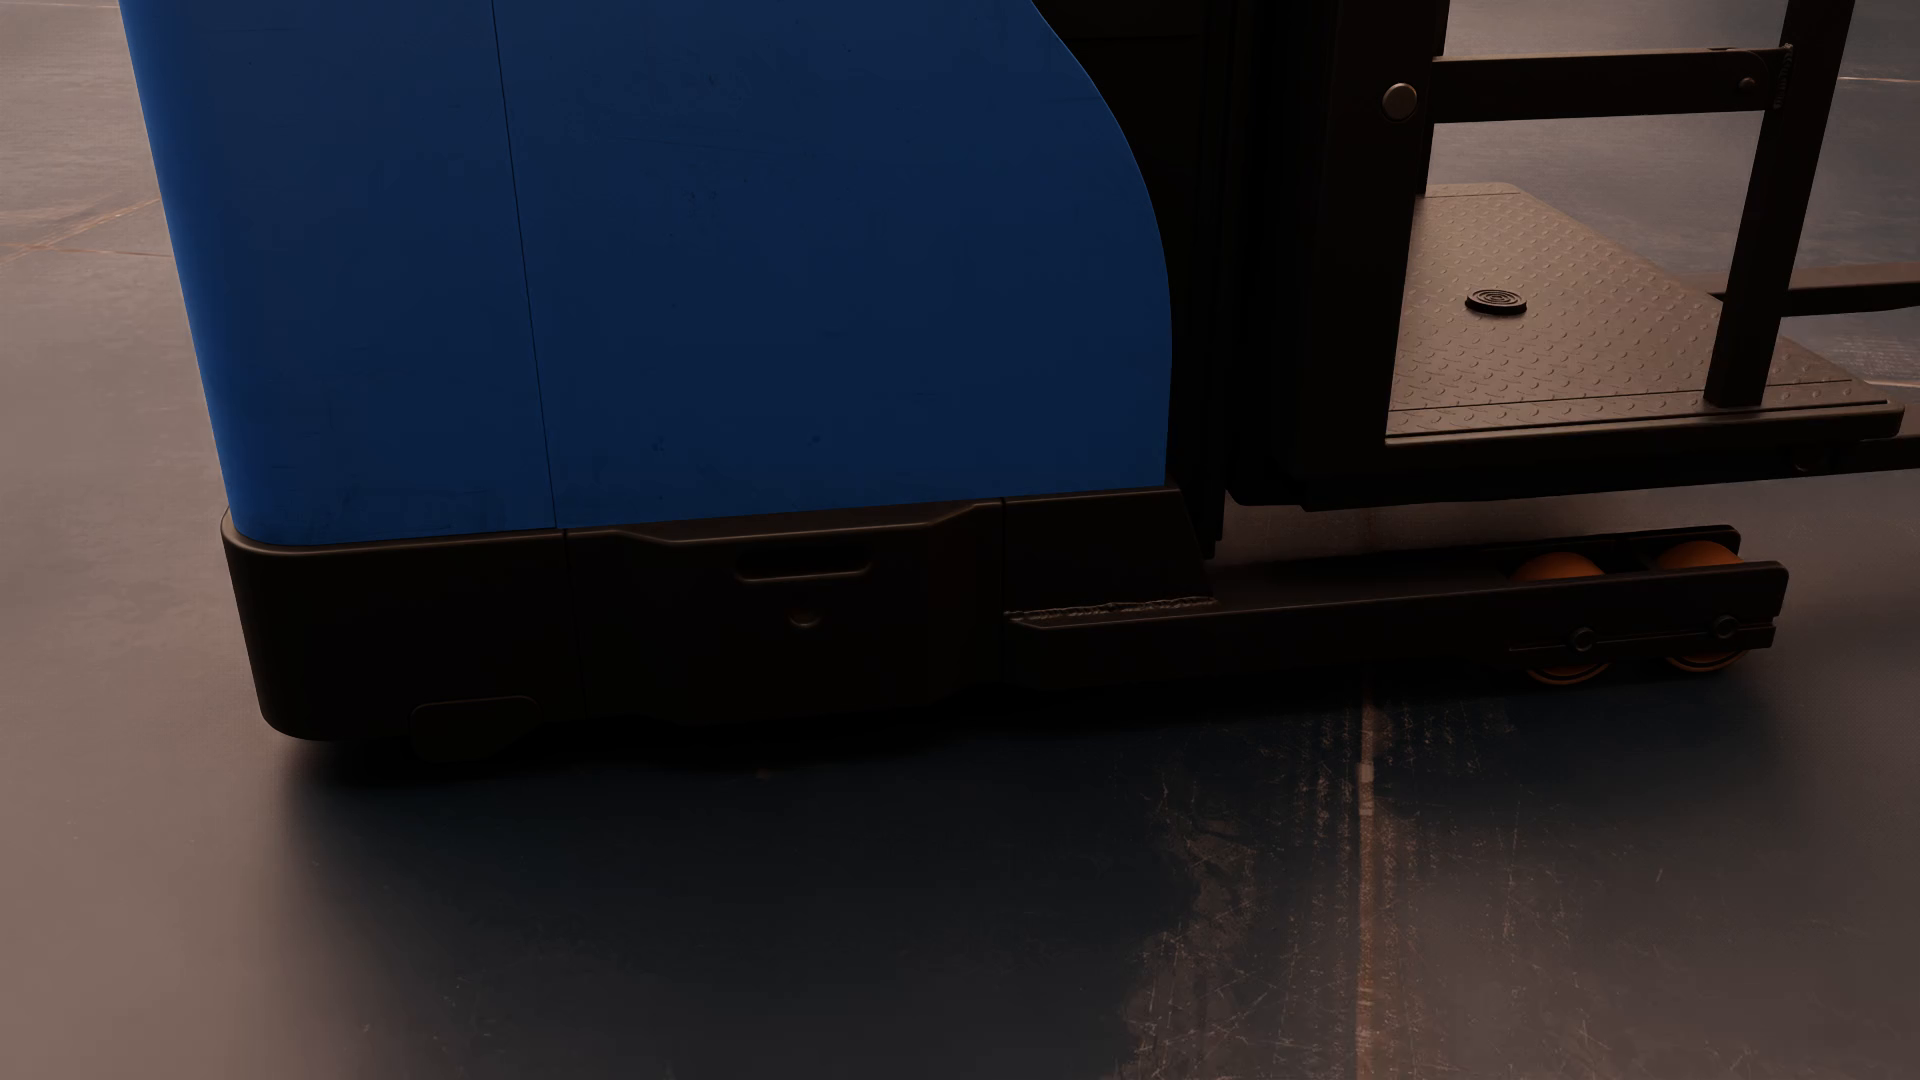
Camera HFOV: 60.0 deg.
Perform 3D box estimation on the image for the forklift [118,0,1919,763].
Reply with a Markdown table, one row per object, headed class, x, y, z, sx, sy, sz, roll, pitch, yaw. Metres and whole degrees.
| class | x | y | z | sx | sy | sz | roll | pitch | yaw |
| --- | --- | --- | --- | --- | --- | --- | --- | --- | --- |
| forklift | 0.600 | -1.354 | 1.930 | 3.031 | 2.935 | 1.130 | -4 | 27 | -9 |
